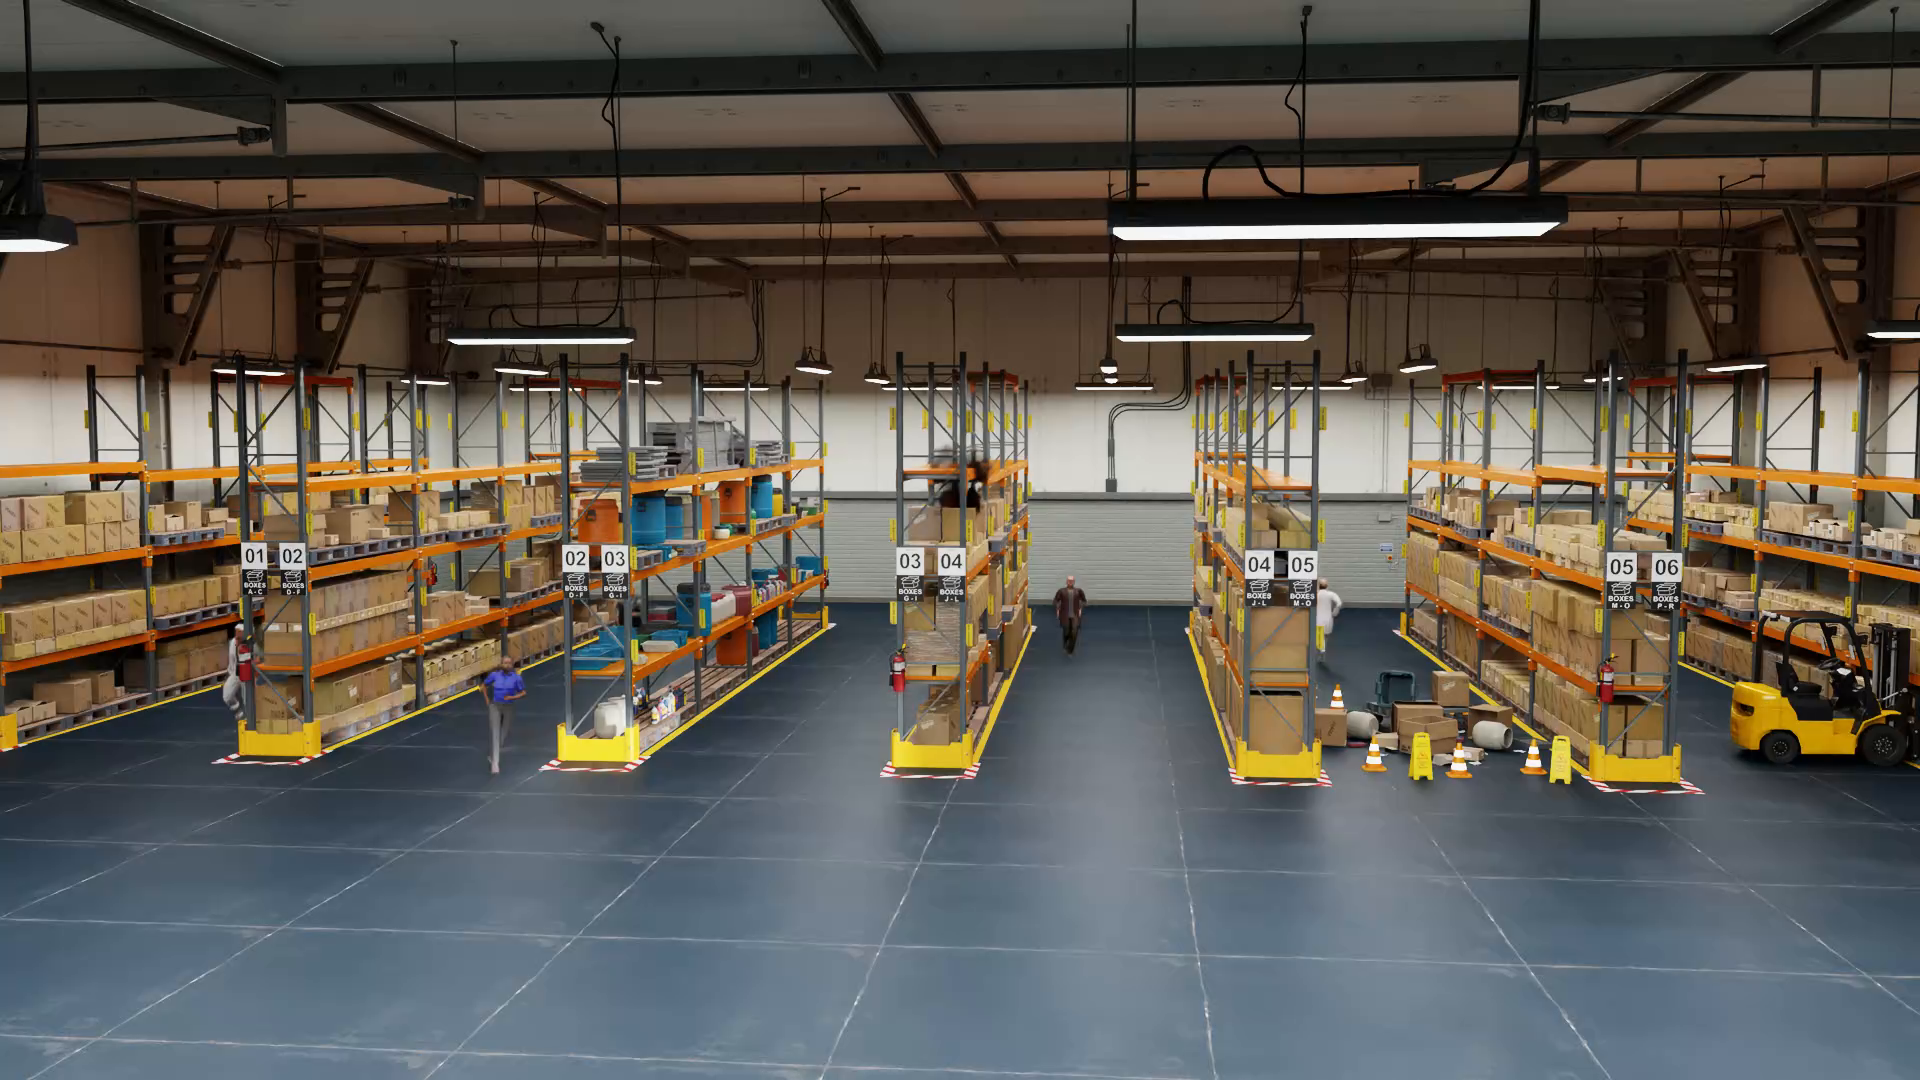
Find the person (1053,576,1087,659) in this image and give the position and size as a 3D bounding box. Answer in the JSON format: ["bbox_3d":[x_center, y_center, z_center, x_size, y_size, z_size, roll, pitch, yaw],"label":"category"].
[{"bbox_3d":[2.353,1.634,35.484,0.724,1.752,0.653,0,4,-2],"label":"person"}]

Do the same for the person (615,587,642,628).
[{"bbox_3d":[-6.585,1.790,33.201,0.642,1.783,0.799,0,4,-5],"label":"person"}]

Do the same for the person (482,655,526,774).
[{"bbox_3d":[-6.603,2.489,24.100,0.602,1.655,0.884,-2,4,-21],"label":"person"}]

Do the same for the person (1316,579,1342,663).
[{"bbox_3d":[7.444,1.694,34.121,0.710,1.787,1.025,0,4,2],"label":"person"}]

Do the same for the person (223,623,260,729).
[{"bbox_3d":[-11.595,2.206,26.850,0.647,1.750,0.735,0,4,5],"label":"person"}]
